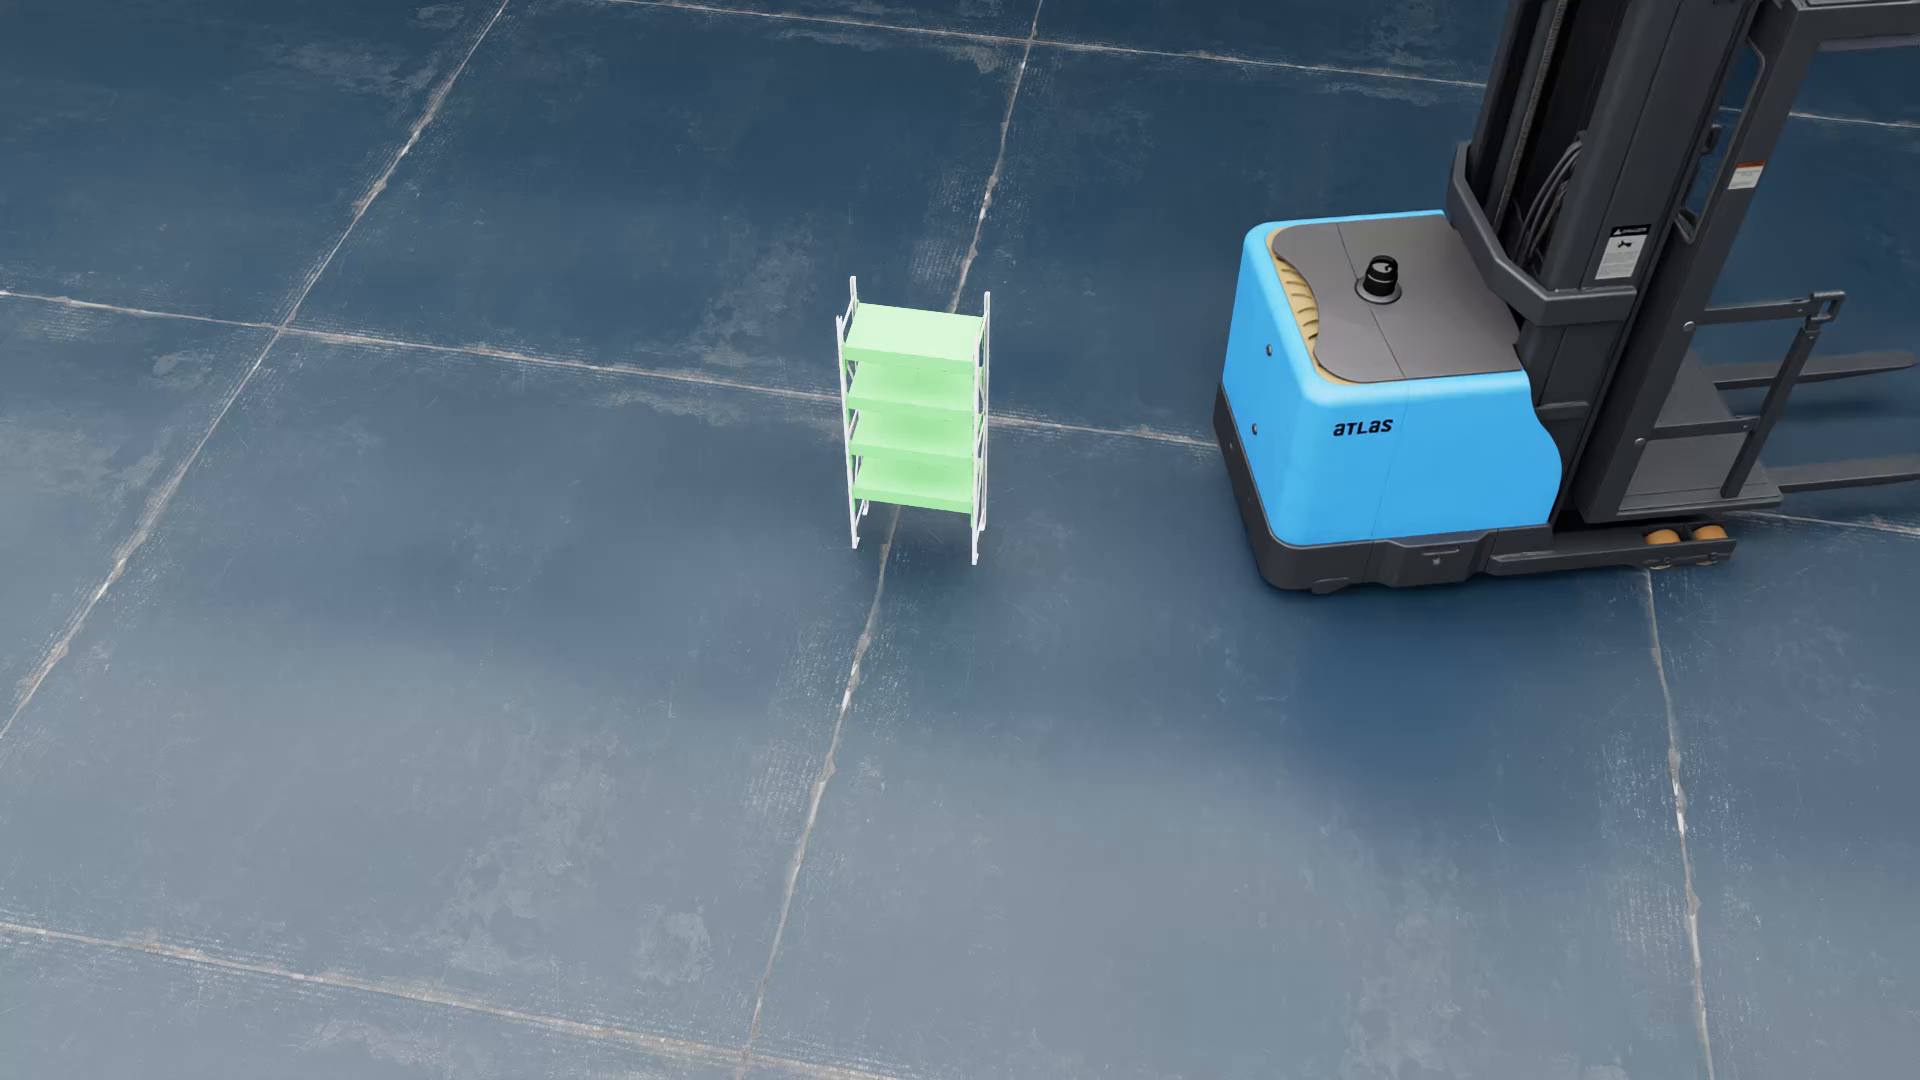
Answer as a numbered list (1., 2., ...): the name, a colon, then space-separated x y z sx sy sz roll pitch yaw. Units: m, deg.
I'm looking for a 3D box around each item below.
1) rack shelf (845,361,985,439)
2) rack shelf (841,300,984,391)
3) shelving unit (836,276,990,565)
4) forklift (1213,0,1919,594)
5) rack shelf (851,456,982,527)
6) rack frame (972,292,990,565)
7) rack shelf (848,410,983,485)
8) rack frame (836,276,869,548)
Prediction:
1. rack shelf: -0.163 -0.541 6.164 0.480 0.148 0.258 8 49 7
2. rack shelf: -0.163 -0.701 5.986 0.480 0.148 0.258 8 49 7
3. shelving unit: -0.163 -0.423 6.295 0.503 1.200 0.258 8 49 7
4. forklift: 2.630 -1.251 5.876 3.031 2.935 1.130 -5 48 -5
5. rack shelf: -0.163 -0.220 6.521 0.480 0.148 0.258 8 49 7
6. rack frame: 0.077 -0.391 6.266 0.015 1.200 0.240 8 49 7
7. rack shelf: -0.163 -0.380 6.343 0.480 0.148 0.258 8 49 7
8. rack frame: -0.403 -0.455 6.324 0.015 1.200 0.240 8 49 7
